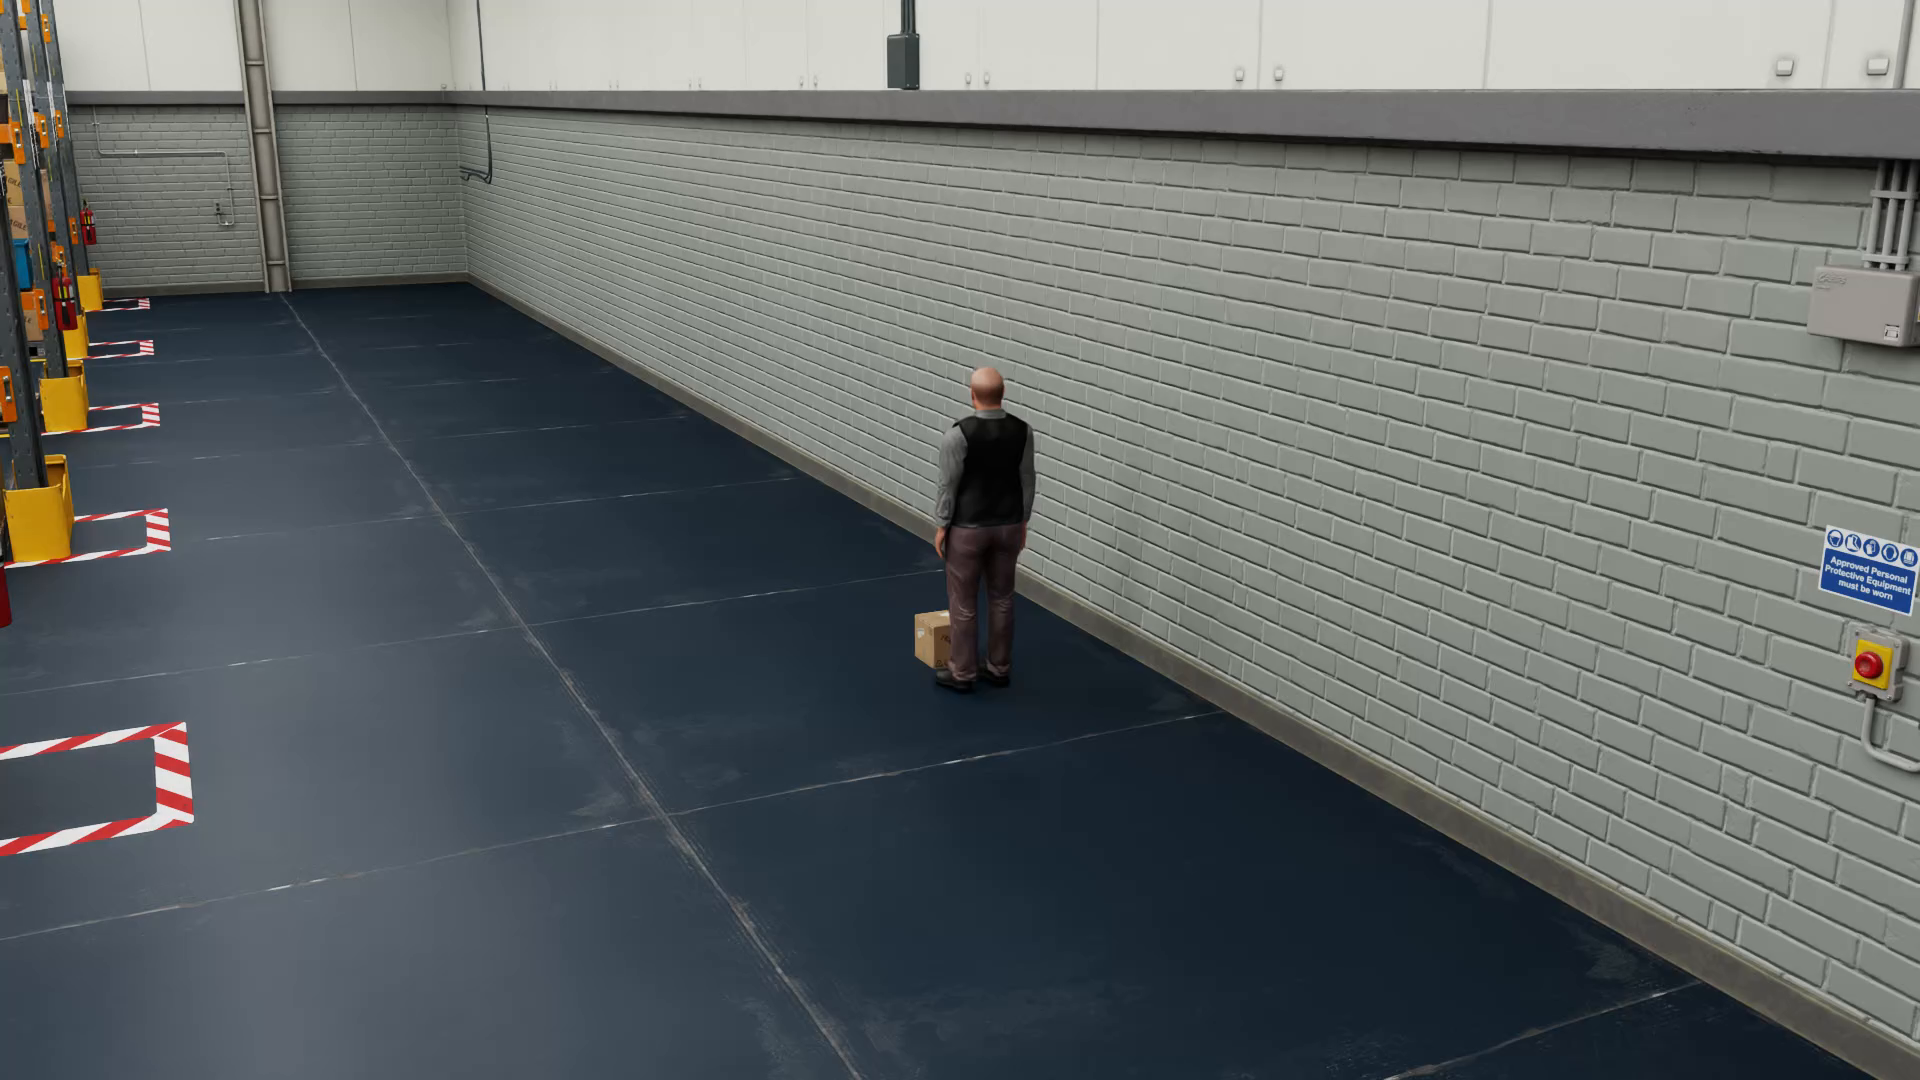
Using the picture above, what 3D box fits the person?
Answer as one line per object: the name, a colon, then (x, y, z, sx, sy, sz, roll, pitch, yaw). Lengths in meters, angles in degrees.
person: (0.111, -0.058, 8.733, 0.546, 1.725, 0.395, -7, 17, -24)
